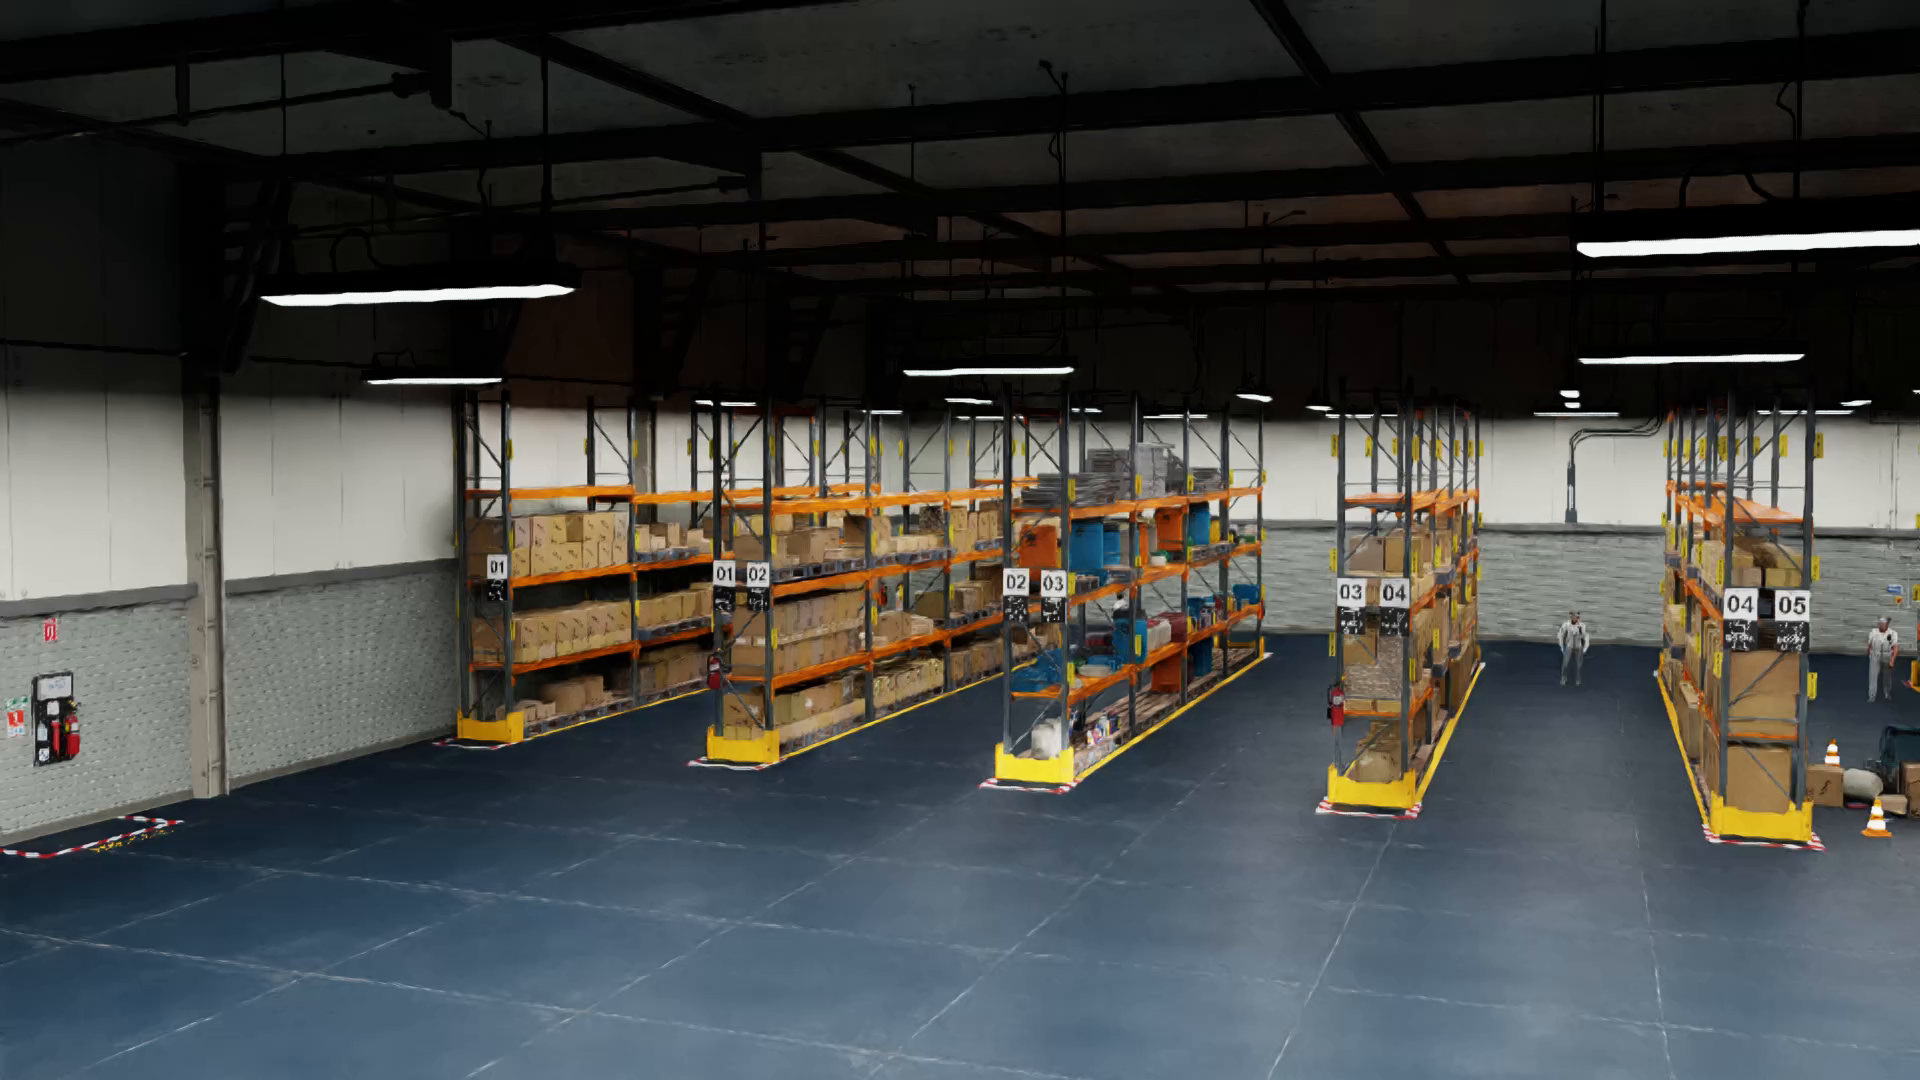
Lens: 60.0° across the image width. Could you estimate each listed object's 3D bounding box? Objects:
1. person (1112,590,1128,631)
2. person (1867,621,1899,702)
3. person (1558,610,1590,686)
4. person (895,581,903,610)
[{"bbox_3d":[3.761,2.001,39.115,0.523,1.668,0.564,2,4,38],"label":"person"},{"bbox_3d":[18.175,2.350,32.752,0.535,1.657,1.020,2,4,30],"label":"person"},{"bbox_3d":[12.936,2.266,35.067,0.639,1.628,0.512,1,3,18],"label":"person"},{"bbox_3d":[-1.482,1.857,41.807,0.477,1.672,0.552,1,3,25],"label":"person"}]
